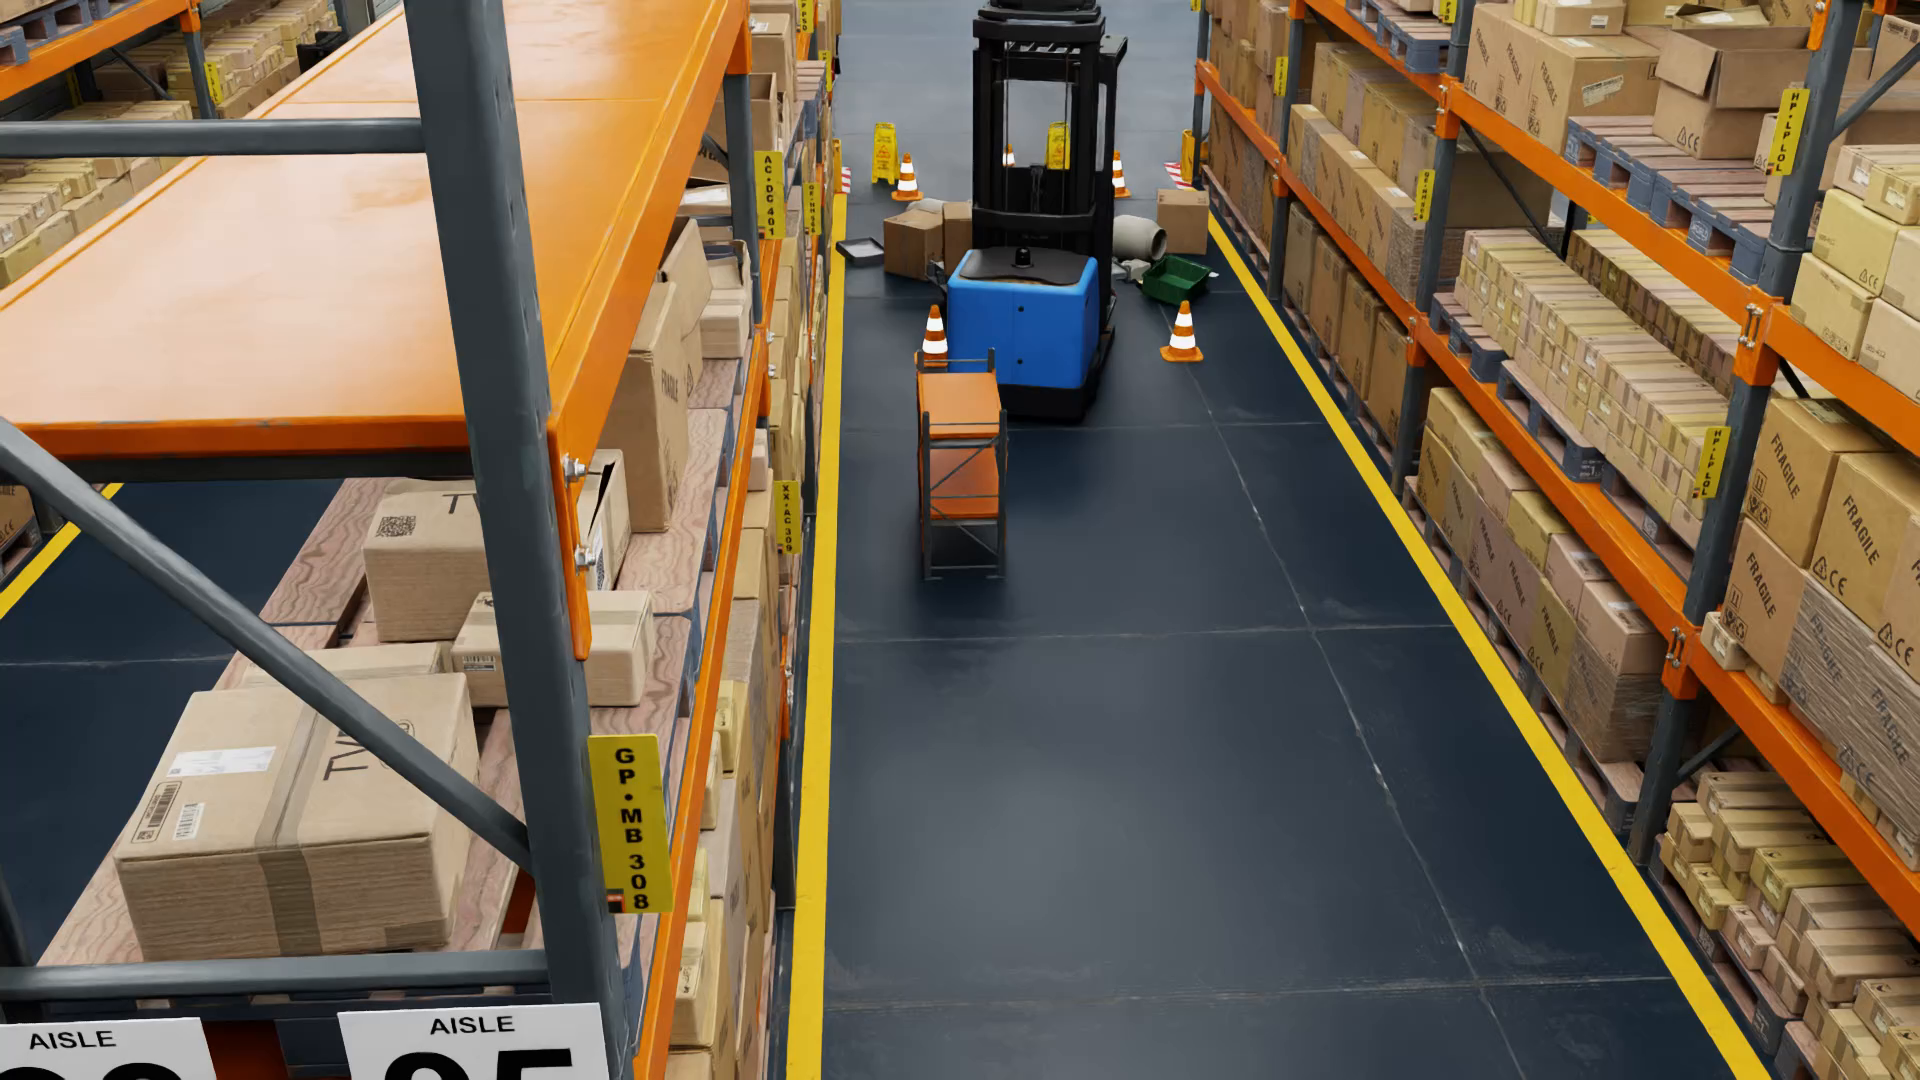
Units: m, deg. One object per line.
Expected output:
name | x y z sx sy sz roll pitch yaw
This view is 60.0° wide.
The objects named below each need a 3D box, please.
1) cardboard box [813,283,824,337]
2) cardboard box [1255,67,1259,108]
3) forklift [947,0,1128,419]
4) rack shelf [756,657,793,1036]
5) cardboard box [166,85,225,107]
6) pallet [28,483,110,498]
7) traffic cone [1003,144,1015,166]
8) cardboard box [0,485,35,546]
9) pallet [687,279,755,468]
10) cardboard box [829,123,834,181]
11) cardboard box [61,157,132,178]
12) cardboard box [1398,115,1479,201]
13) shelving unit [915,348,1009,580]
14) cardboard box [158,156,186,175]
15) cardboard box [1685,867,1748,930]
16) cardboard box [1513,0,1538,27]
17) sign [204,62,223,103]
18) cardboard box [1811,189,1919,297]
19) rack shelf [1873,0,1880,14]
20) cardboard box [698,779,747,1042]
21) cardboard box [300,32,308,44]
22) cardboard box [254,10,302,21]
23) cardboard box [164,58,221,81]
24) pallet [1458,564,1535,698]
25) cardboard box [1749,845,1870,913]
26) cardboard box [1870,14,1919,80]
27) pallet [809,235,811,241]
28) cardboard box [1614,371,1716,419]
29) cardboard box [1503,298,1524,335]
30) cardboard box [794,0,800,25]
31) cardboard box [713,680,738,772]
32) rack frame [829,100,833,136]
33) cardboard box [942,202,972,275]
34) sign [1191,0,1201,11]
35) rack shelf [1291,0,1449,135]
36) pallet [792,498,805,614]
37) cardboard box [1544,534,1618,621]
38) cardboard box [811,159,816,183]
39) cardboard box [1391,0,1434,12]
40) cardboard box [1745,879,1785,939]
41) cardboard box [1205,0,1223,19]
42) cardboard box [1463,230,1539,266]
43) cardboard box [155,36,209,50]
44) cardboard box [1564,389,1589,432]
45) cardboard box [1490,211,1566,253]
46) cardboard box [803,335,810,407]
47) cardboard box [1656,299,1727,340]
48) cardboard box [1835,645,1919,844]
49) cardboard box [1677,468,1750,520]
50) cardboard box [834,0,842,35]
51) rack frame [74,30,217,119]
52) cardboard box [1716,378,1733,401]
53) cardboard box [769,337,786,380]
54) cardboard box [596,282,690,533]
cardboard box | -1.598 -1.799 13.405 0.950 0.372 0.625 0 28 1
cardboard box | 3.276 -4.260 15.574 0.875 0.550 0.550 -1 28 -3
forklift | 0.688 -2.863 13.131 1.130 2.935 3.031 5 28 10
rack shelf | -1.147 1.585 5.307 1.077 0.370 4.000 -1 28 -3
cardboard box | -6.380 -3.716 13.883 0.380 0.149 0.250 -2 28 -3
pallet | -6.421 -0.528 11.596 1.003 0.211 1.213 -1 28 -3
traffic cone | 0.524 -4.091 18.155 0.336 0.463 0.334 -1 28 -3
cardboard box | -6.180 -0.271 10.336 0.500 0.500 0.500 -1 28 -1
pallet | -1.219 -0.570 5.513 1.003 0.211 1.213 -1 28 -3
cardboard box | -1.545 -3.894 16.743 0.500 0.500 0.500 0 28 -1
cardboard box | -6.199 -2.700 11.935 0.380 0.149 0.250 -2 28 -4
cardboard box | 3.437 -2.599 11.363 0.700 0.500 0.500 -2 28 -3
shelving unit | 0.000 -0.496 10.546 0.538 1.125 1.048 -1 28 -3
cardboard box | -6.311 -2.927 12.803 0.500 0.250 0.500 -2 28 -4
cardboard box | 3.399 1.553 7.219 0.380 0.149 0.250 -1 28 -1
cardboard box | 3.251 -2.953 9.050 0.396 0.266 0.258 -1 28 -3
sign | -6.084 -3.726 13.546 0.100 0.325 0.005 -1 28 -3
cardboard box | 3.472 -1.081 6.018 0.500 0.250 0.500 0 28 -1
rack shelf | 8.123 -5.526 15.697 1.077 0.370 4.000 -1 28 -3
cardboard box | -0.852 0.998 4.466 0.500 0.500 0.500 -2 28 -3
cardboard box | -6.479 -4.780 15.925 0.380 0.149 0.250 -2 28 -4
cardboard box | -6.582 -5.031 16.083 0.380 0.149 0.250 -1 28 -2
cardboard box | -6.468 -3.967 14.042 0.380 0.149 0.250 -1 28 -2
pallet | 3.578 0.489 9.647 1.003 0.211 1.213 -1 28 -3
cardboard box | 3.515 1.399 6.872 0.380 0.149 0.250 -2 28 -3
cardboard box | 8.129 -3.673 13.508 1.000 1.000 1.000 -1 28 -2
pallet | -1.604 -2.333 12.248 1.003 0.211 1.213 -1 28 -3
cardboard box | 3.430 -0.707 8.099 0.380 0.149 0.250 -1 28 -3
cardboard box | 3.350 -1.284 9.527 0.380 0.149 0.250 -1 28 -2
cardboard box | -1.290 -2.896 9.312 0.797 0.503 0.637 -3 28 -6
cardboard box | -0.823 0.527 4.667 0.380 0.149 0.250 -2 28 -4
rack frame | -1.878 -5.199 17.537 1.000 3.000 0.127 -1 28 -3
cardboard box | 0.107 -2.636 14.507 0.500 0.500 0.500 -1 28 -3
sign | 2.506 -5.773 17.616 0.100 0.325 0.005 -1 28 -3
rack shelf | 3.373 -3.605 12.015 1.077 0.370 4.000 -1 28 -3
pallet | -1.494 0.098 10.396 1.003 0.211 1.213 -1 28 -3
cardboard box | 3.382 0.191 8.641 0.500 0.250 0.500 0 28 0
cardboard box | -1.304 -2.838 12.827 0.380 0.149 0.250 -1 28 -2
cardboard box | 3.124 -3.667 10.890 0.500 0.311 0.500 -1 28 -3
cardboard box | 3.538 1.524 6.954 0.380 0.149 0.250 -2 28 -3
cardboard box | 3.041 -5.738 17.241 0.875 0.550 0.550 -1 28 -3
cardboard box | 3.309 -1.789 10.173 0.380 0.149 0.250 -1 28 -3
cardboard box | -6.979 -4.426 14.924 0.380 0.149 0.250 -2 28 -3
cardboard box | 3.397 -0.678 8.687 0.380 0.149 0.250 0 28 0
cardboard box | 3.724 -1.929 11.159 0.500 0.500 0.500 -1 28 -2
cardboard box | -1.132 -0.975 9.600 0.500 0.250 0.500 -1 28 -2
cardboard box | 4.027 -1.197 9.037 0.380 0.149 0.250 0 28 0
cardboard box | 3.484 0.697 5.802 0.500 0.500 0.500 -2 28 -4
cardboard box | 3.469 -0.209 7.465 0.380 0.149 0.250 -1 28 -1
cardboard box | -1.485 -5.121 15.876 0.700 0.500 0.500 -2 28 -3
rack frame | -6.626 -3.230 13.762 1.000 3.000 0.127 -1 28 -3
cardboard box | 4.066 -0.707 8.419 0.380 0.149 0.250 0 28 -1
cardboard box | -1.041 -0.589 7.509 0.500 0.500 0.500 -2 28 -3
cardboard box | -0.998 -0.349 4.325 0.500 0.500 0.500 -1 28 -2
